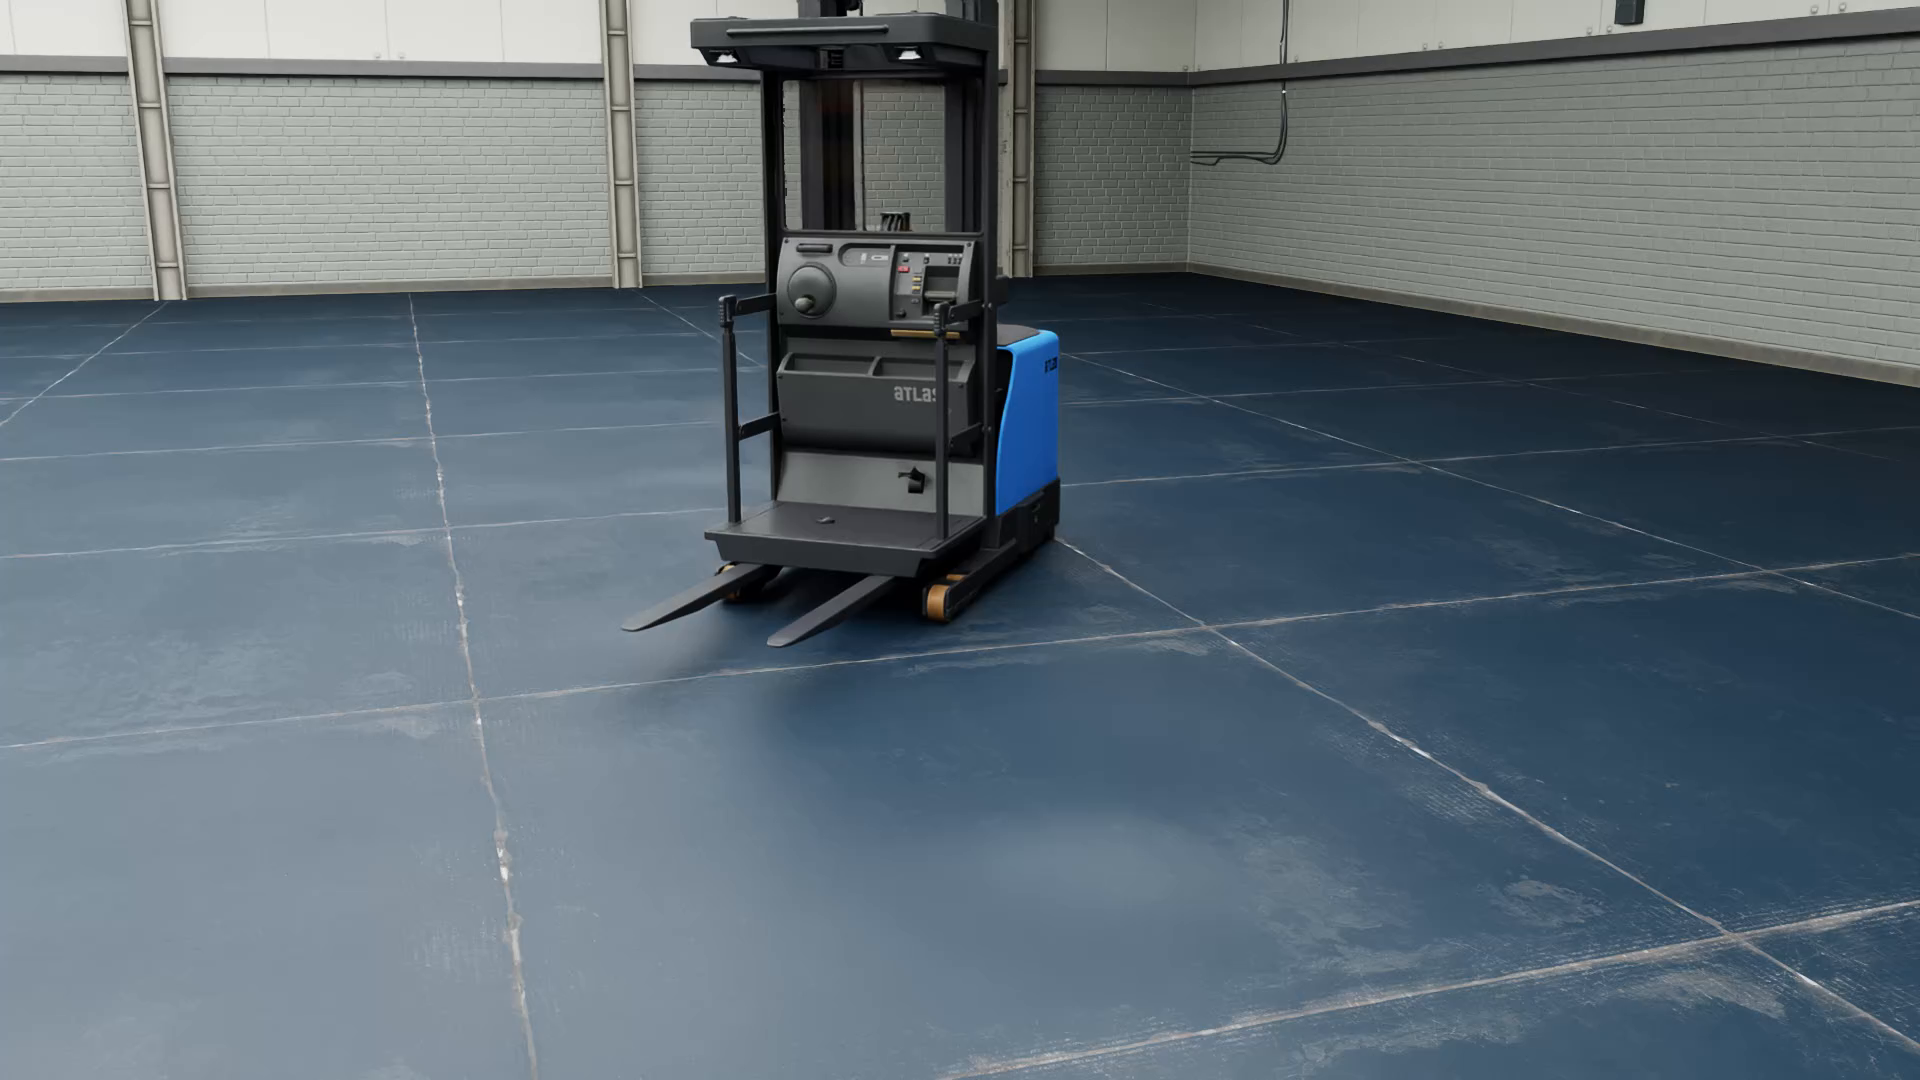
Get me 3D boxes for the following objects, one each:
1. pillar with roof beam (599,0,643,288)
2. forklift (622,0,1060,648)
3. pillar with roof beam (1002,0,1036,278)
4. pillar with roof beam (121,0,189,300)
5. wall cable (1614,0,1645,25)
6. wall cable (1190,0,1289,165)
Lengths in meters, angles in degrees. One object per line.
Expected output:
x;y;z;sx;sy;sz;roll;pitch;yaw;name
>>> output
-3.419;-7.081;18.964;0.400;9.000;9.100;-4;14;-18;pillar with roof beam
-0.453;-1.178;7.260;1.130;2.935;3.031;5;14;19;forklift
2.267;-7.523;20.826;0.400;9.000;9.100;-4;14;-18;pillar with roof beam
-9.106;-6.638;17.102;0.400;9.000;9.100;-4;14;-18;pillar with roof beam
7.121;-7.966;15.338;0.169;6.003;2.305;-4;14;-18;wall cable
4.108;-6.884;24.849;0.112;2.526;3.097;-4;14;-18;wall cable
